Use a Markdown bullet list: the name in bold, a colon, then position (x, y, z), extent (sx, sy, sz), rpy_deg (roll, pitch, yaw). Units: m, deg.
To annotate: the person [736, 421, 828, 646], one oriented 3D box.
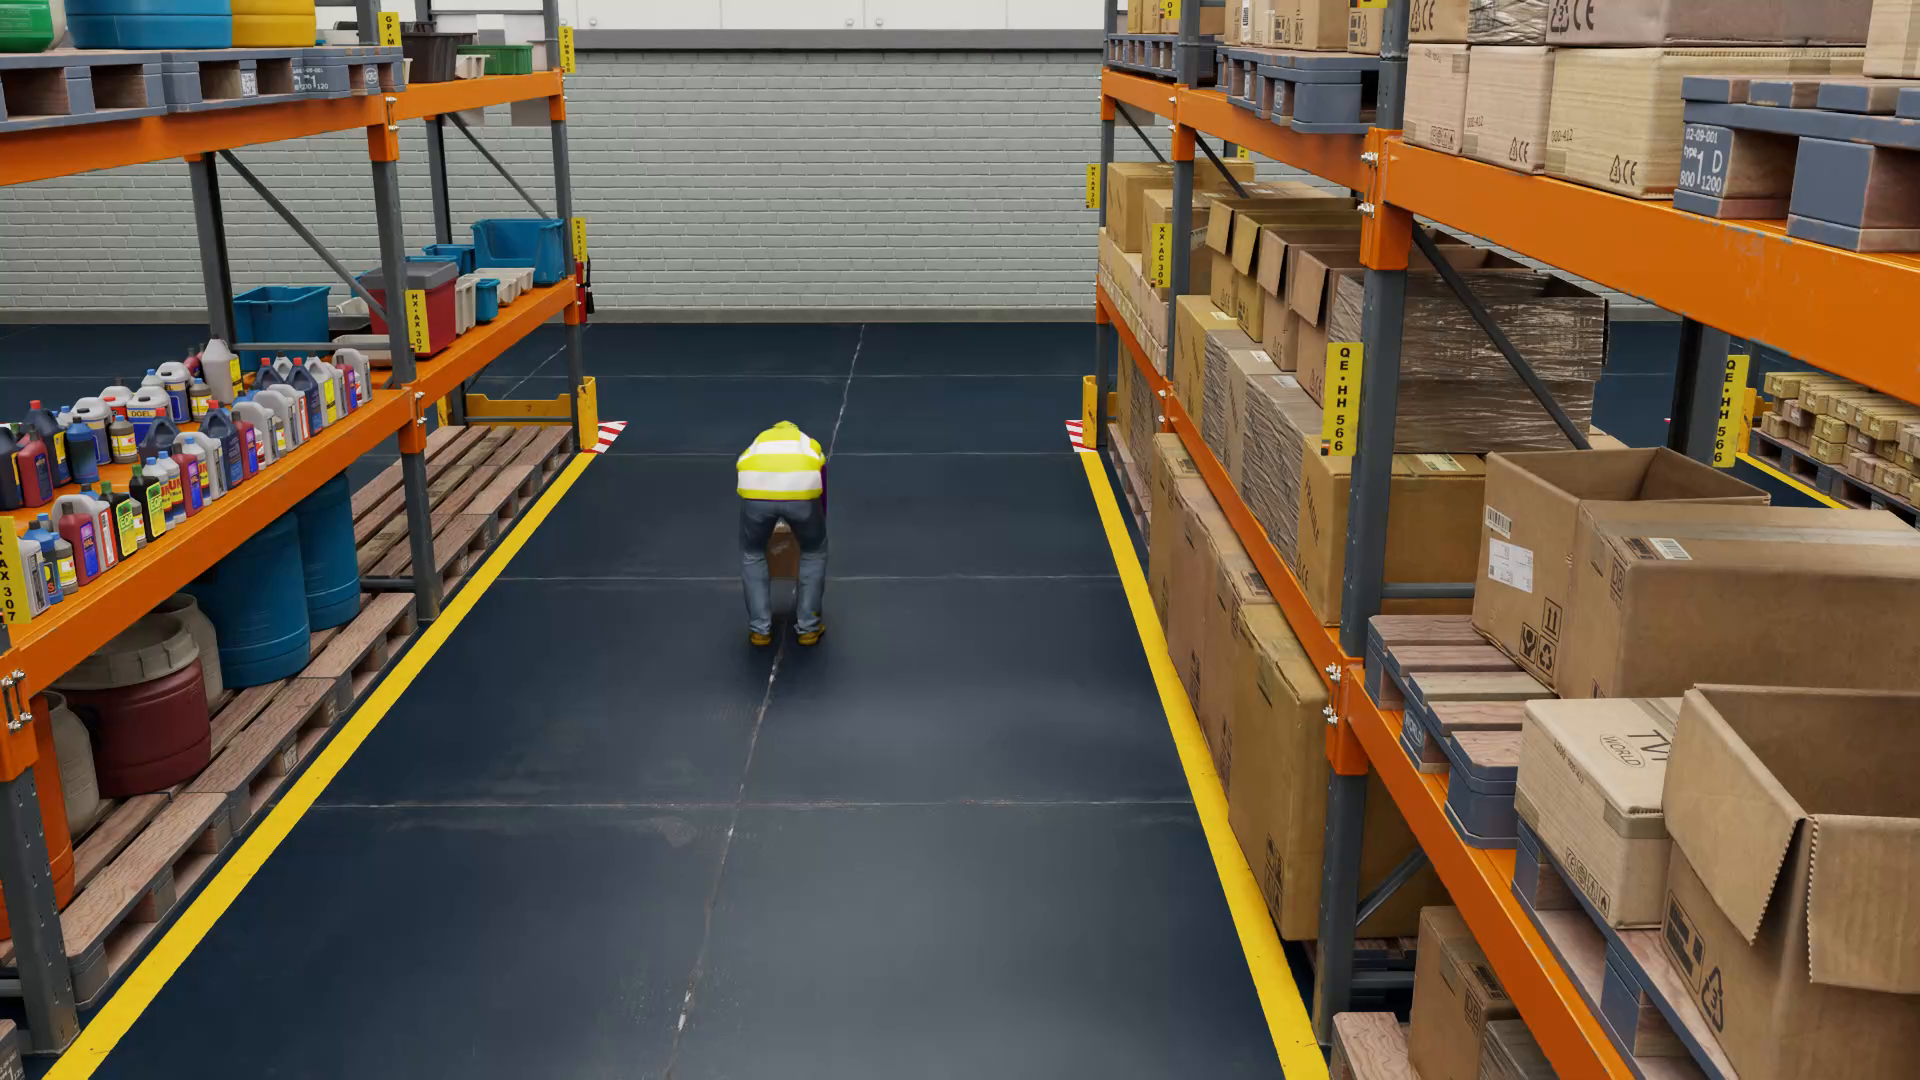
- **person**: position (-0.945, -0.063, 8.881), extent (0.483, 1.076, 0.982), rpy_deg (-1, 17, -3)
